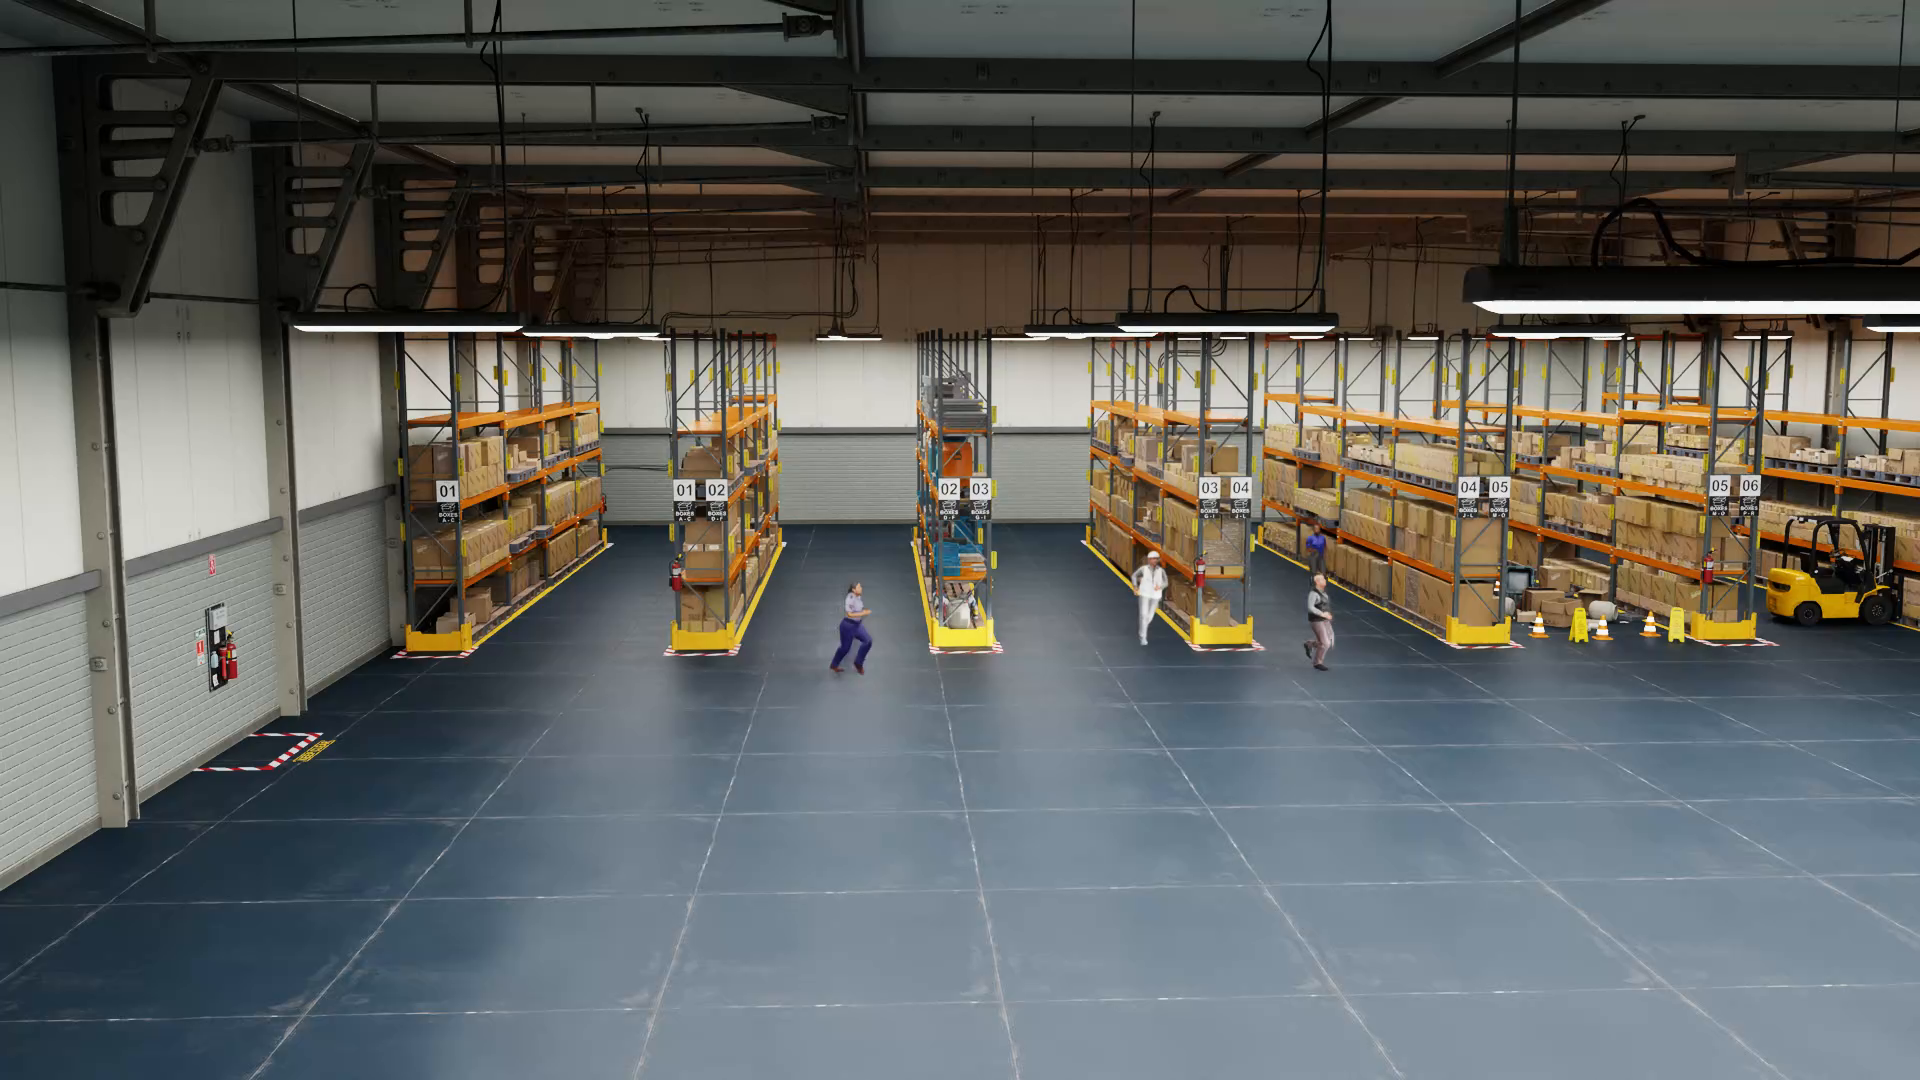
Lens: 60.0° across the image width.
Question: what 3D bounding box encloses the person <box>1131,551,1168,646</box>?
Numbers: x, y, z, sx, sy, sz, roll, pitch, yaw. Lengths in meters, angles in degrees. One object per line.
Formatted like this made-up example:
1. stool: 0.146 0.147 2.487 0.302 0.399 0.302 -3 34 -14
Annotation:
1. person: 3.659 1.088 31.969 0.685 1.763 0.916 -1 7 -7

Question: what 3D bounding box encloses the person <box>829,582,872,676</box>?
1. person: -1.890 1.537 28.776 0.806 1.645 0.628 2 7 20

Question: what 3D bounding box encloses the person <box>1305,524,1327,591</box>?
1. person: 8.123 0.474 37.748 0.560 1.630 0.605 -1 7 -7

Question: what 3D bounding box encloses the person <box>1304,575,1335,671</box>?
1. person: 6.330 1.445 29.351 0.609 1.686 0.691 5 8 35
